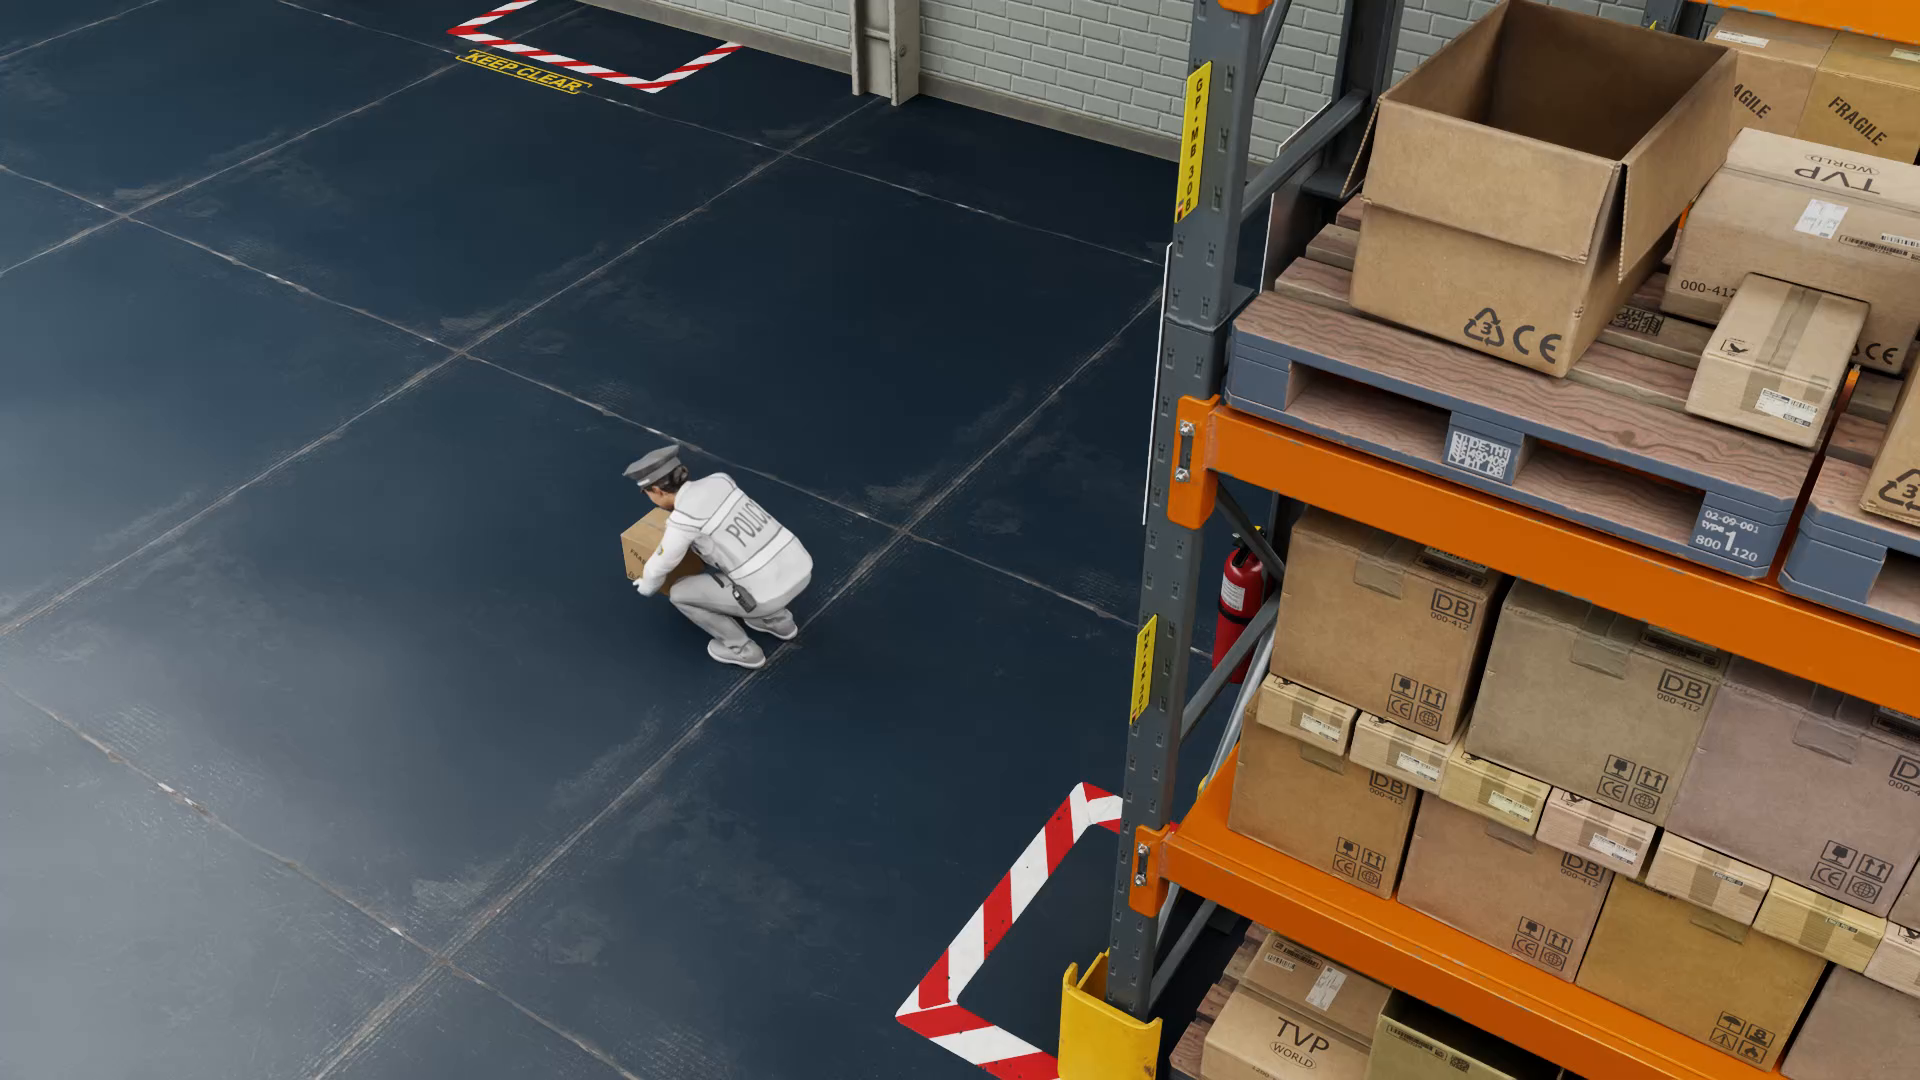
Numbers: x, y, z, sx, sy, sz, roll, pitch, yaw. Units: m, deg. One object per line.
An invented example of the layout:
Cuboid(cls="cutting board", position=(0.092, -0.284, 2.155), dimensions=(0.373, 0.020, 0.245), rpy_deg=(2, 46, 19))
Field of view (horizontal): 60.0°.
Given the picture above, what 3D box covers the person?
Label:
Cuboid(cls="person", position=(-1.040, 0.055, 7.178), dimensions=(0.822, 0.964, 0.496), rpy_deg=(22, 43, 25))
